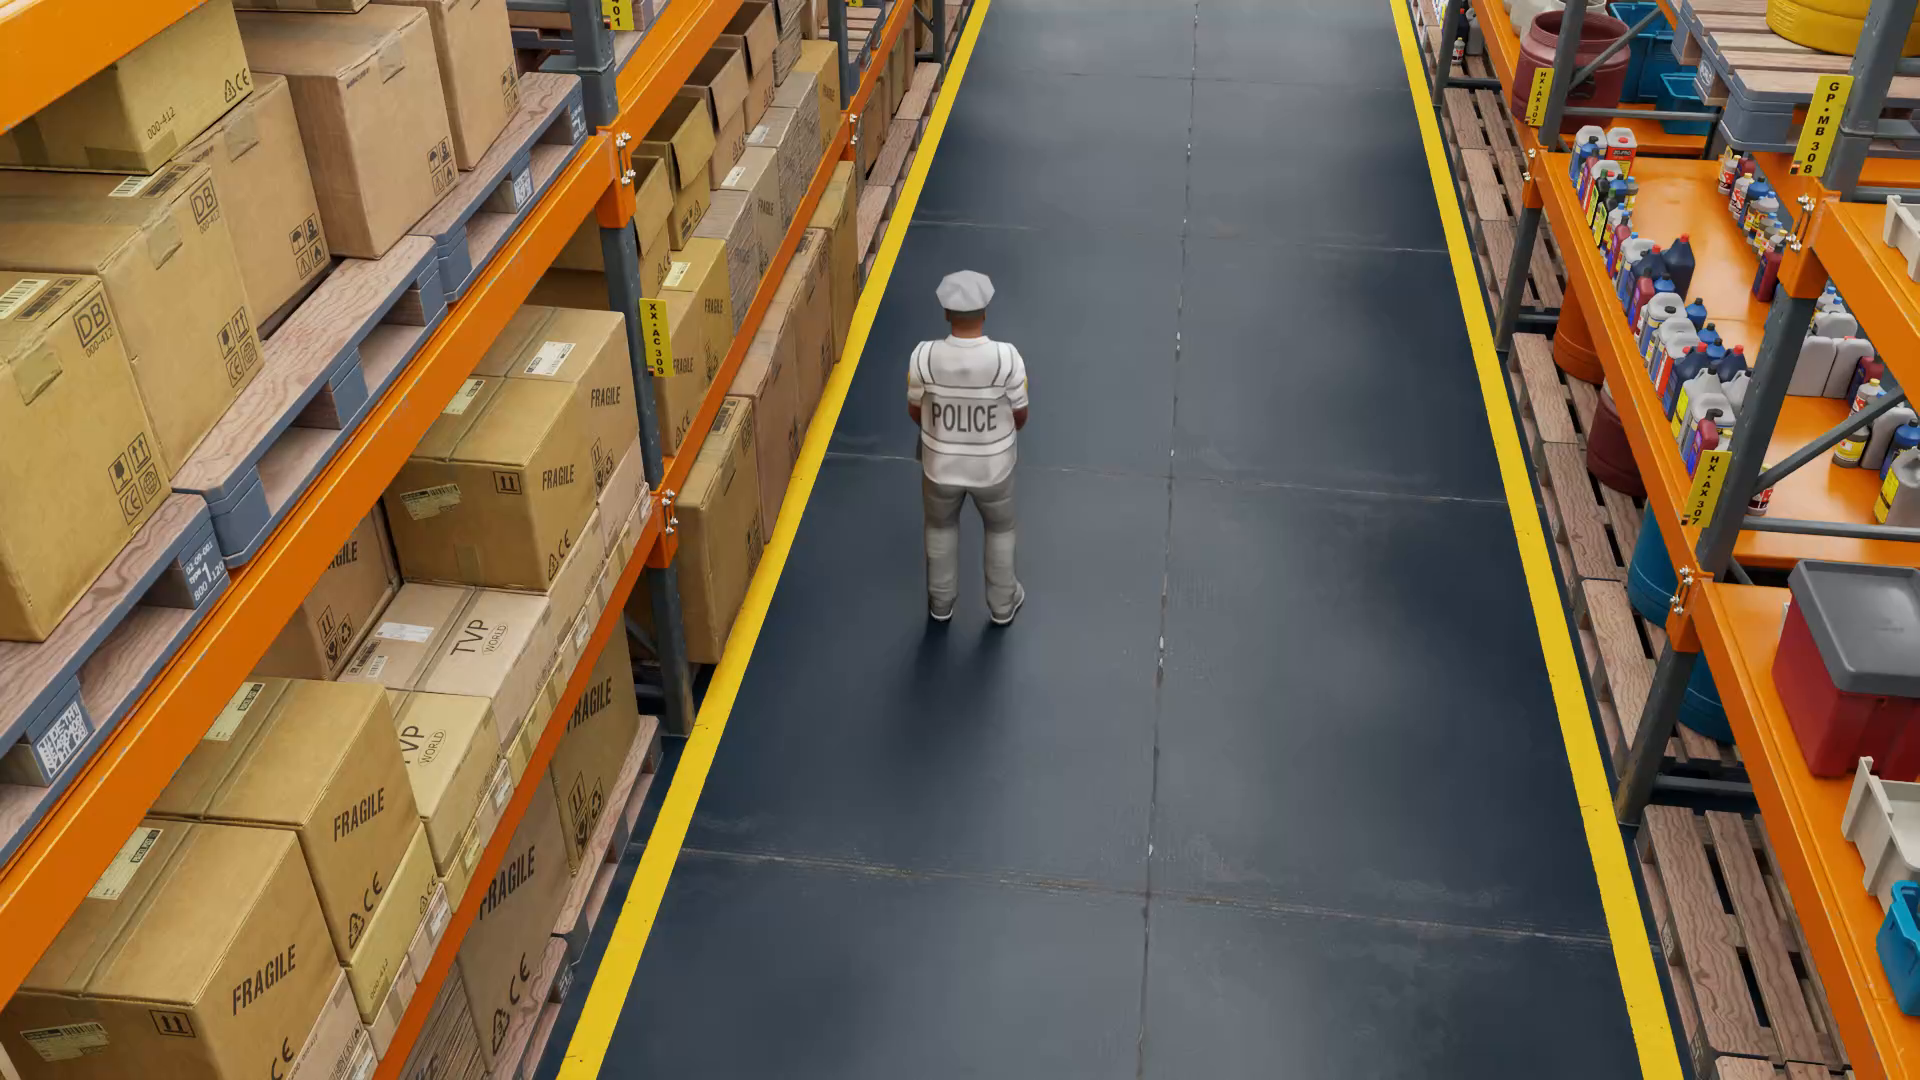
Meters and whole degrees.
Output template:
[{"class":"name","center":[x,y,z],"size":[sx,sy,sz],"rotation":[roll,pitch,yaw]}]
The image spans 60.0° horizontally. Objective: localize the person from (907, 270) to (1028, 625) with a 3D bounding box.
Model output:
[{"class":"person","center":[0.039,-0.390,7.558],"size":[0.536,1.765,0.479],"rotation":[3,36,5]}]
